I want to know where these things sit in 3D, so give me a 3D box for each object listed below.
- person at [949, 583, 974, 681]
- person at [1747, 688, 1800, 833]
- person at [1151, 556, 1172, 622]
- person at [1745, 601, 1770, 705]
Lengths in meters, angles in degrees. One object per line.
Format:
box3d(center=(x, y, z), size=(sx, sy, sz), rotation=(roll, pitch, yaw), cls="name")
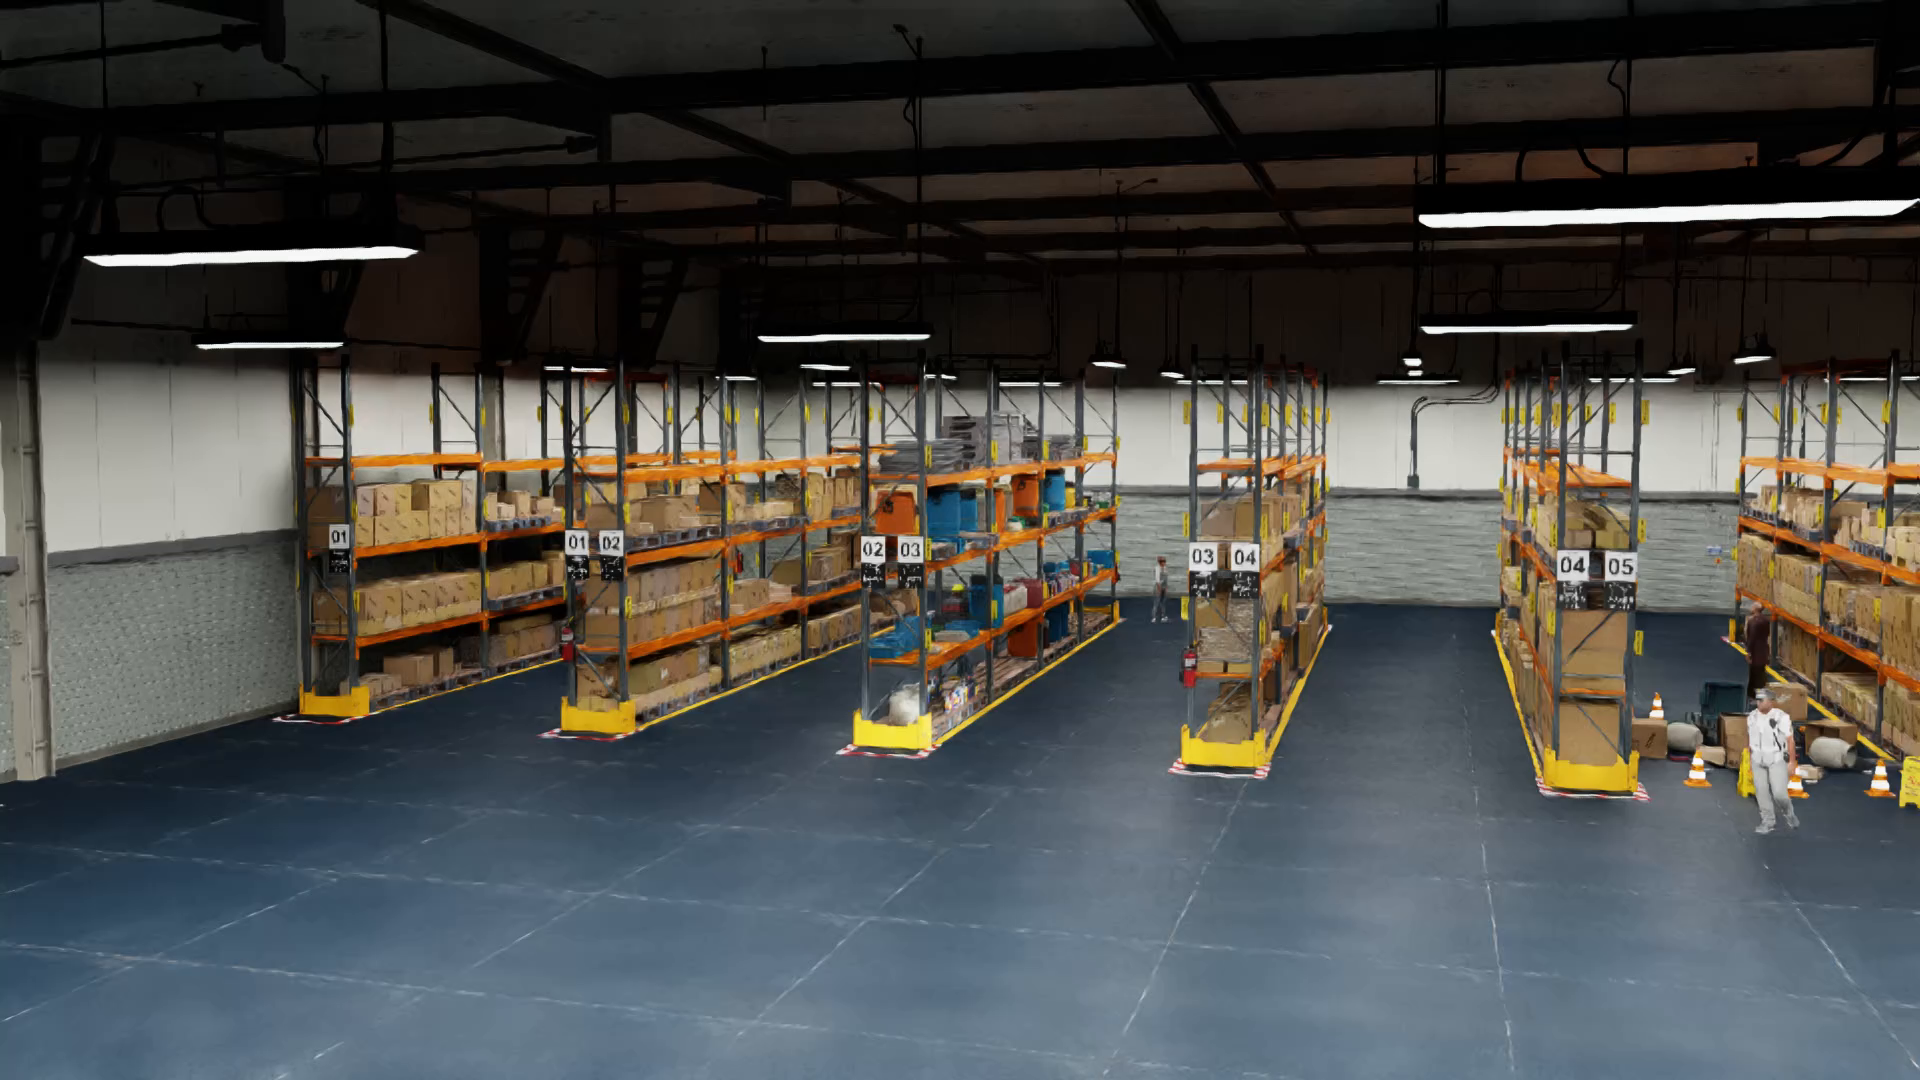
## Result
box3d(center=(0.018, 1.662, 29.921), size=(0.493, 1.769, 0.640), rotation=(1, 4, 8), cls="person")
box3d(center=(9.763, 2.635, 19.955), size=(0.561, 1.752, 0.599), rotation=(-3, 5, -37), cls="person")
box3d(center=(4.855, 1.175, 40.286), size=(0.391, 1.600, 0.511), rotation=(3, 5, 36), cls="person")
box3d(center=(13.760, 1.937, 28.803), size=(0.642, 1.773, 0.691), rotation=(3, 6, 39), cls="person")
